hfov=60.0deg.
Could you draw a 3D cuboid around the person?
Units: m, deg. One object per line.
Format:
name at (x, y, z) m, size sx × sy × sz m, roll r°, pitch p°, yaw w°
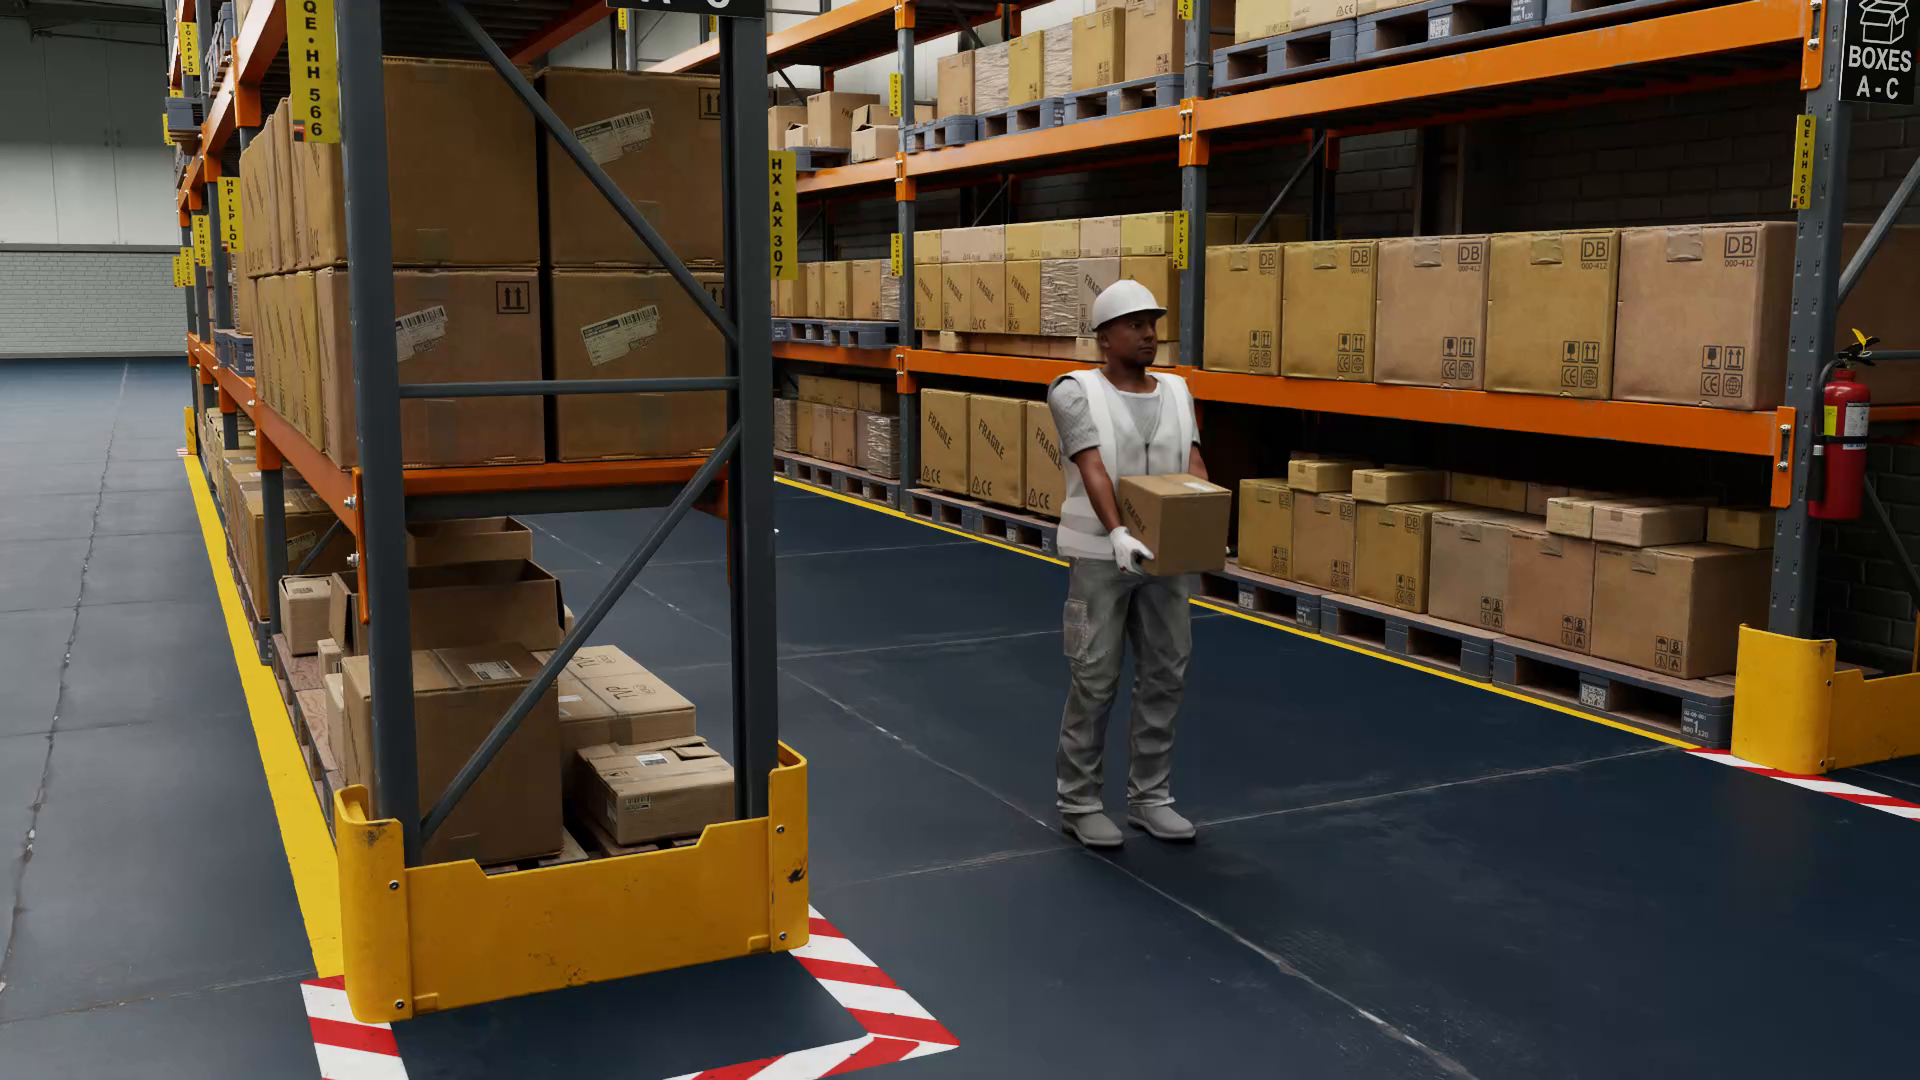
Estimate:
person at (0.582, 0.080, 5.244) m, size 0.488 × 1.779 × 0.580 m, roll -4°, pitch 9°, yaw -25°
